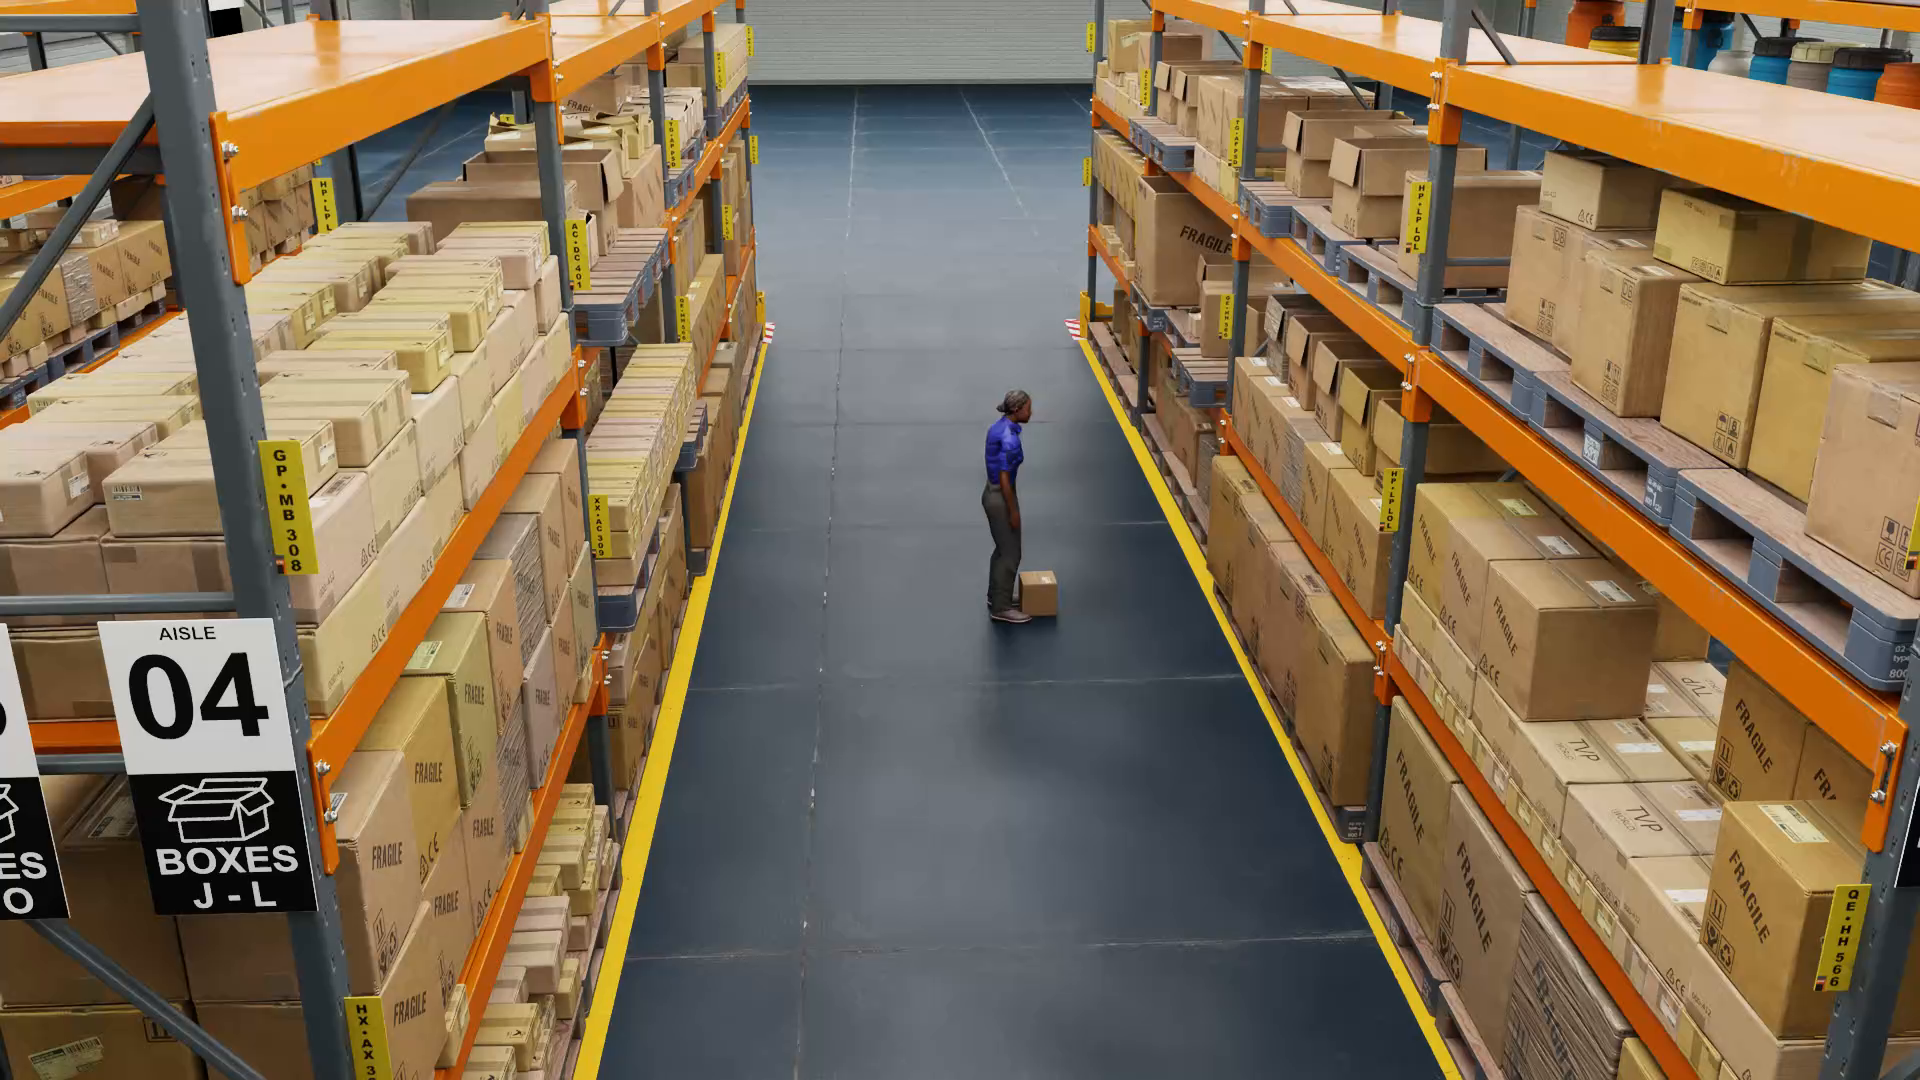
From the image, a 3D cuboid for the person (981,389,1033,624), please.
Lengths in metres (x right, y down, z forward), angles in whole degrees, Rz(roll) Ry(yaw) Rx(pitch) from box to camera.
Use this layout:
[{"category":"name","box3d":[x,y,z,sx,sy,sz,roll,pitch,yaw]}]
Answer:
[{"category":"person","box3d":[0.334,-0.262,11.784,0.352,1.654,0.518,-2,21,-4]}]
